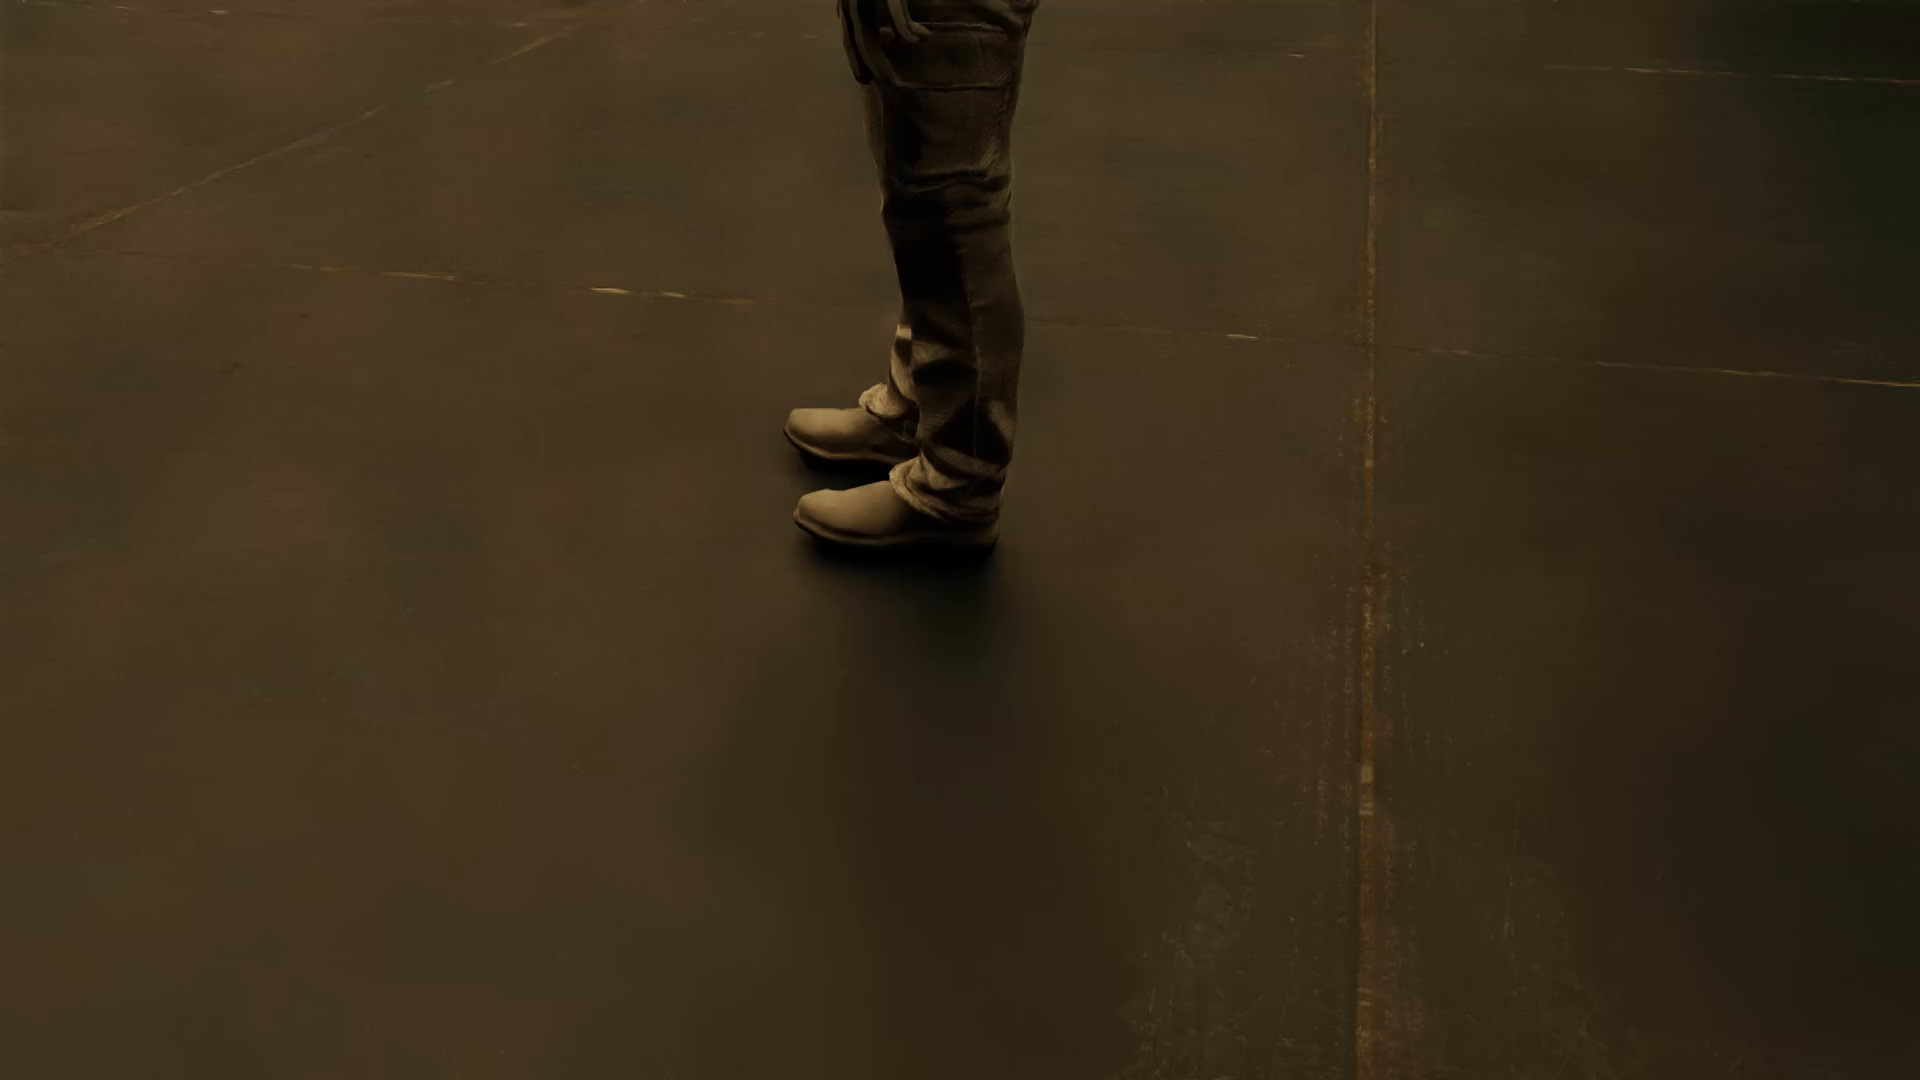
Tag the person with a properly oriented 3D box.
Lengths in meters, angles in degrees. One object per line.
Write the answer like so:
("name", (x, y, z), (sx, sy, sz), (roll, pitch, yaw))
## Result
("person", (-0.069, -0.813, 2.116), (0.576, 1.782, 0.655), (6, 27, 11))
